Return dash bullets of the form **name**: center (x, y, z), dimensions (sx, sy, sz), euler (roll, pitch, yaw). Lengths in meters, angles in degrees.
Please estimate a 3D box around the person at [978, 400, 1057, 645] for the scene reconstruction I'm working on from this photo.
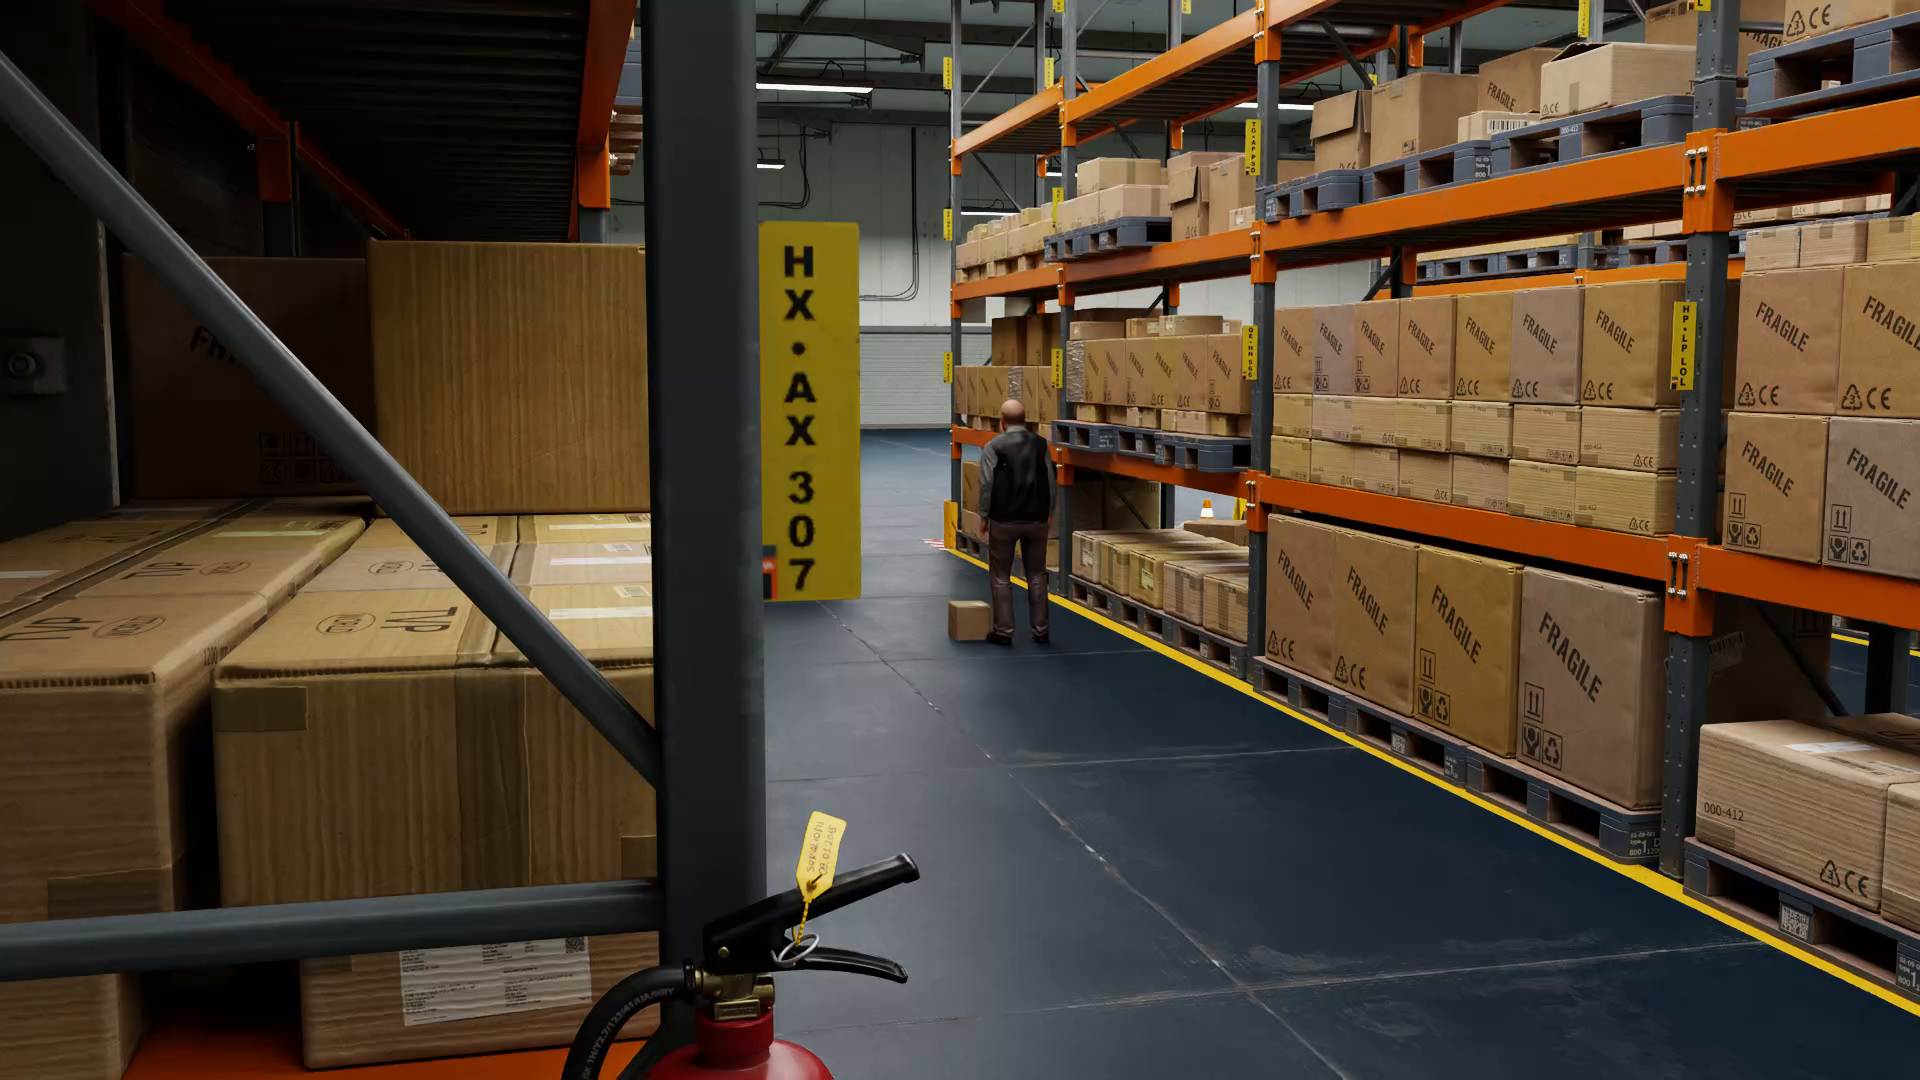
- **person**: center (0.406, -0.124, 11.728), dimensions (0.576, 1.720, 0.418), euler (-2, 6, -16)
